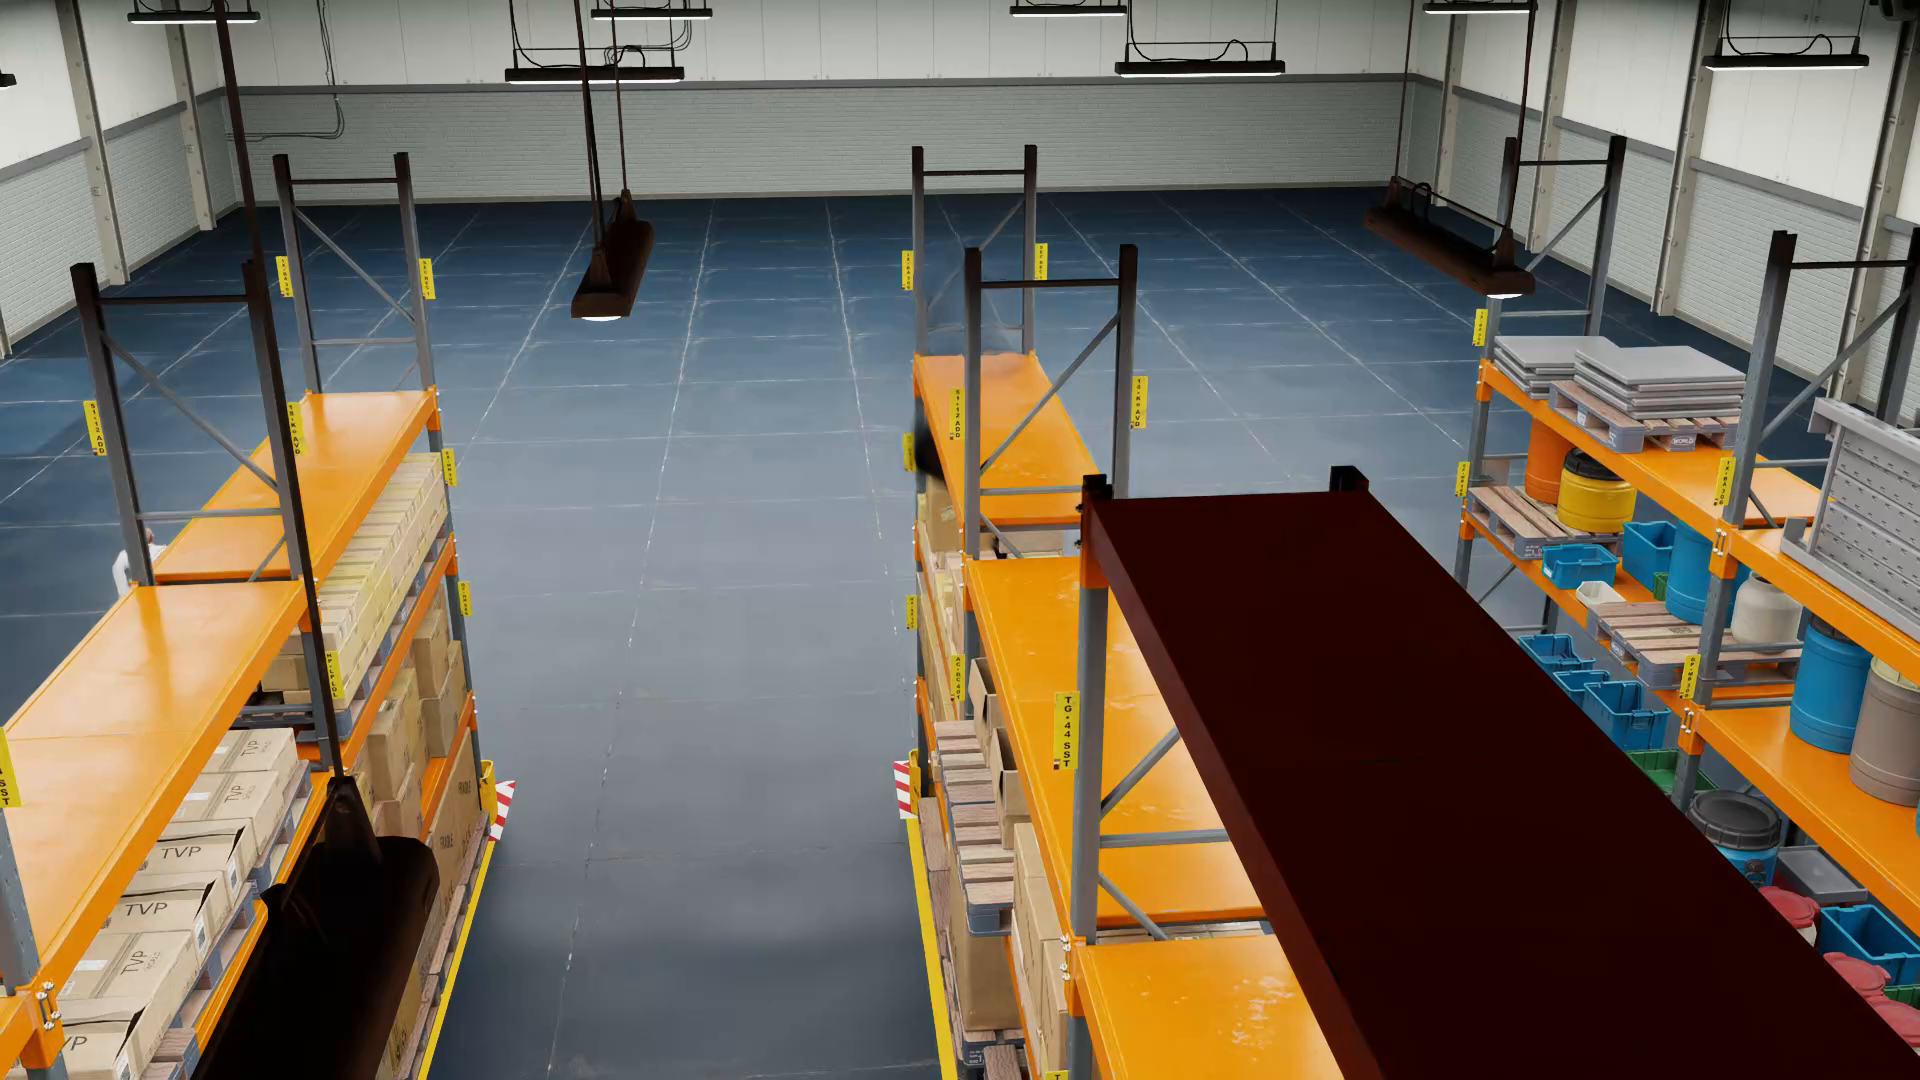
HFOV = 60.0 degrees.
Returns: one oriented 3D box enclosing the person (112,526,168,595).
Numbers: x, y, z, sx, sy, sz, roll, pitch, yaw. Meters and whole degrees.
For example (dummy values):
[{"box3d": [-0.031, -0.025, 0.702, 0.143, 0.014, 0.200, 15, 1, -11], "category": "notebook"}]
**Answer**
[{"box3d": [-8.394, 0.778, 17.484, 0.753, 1.738, 1.072, -15, 26, -33], "category": "person"}]
